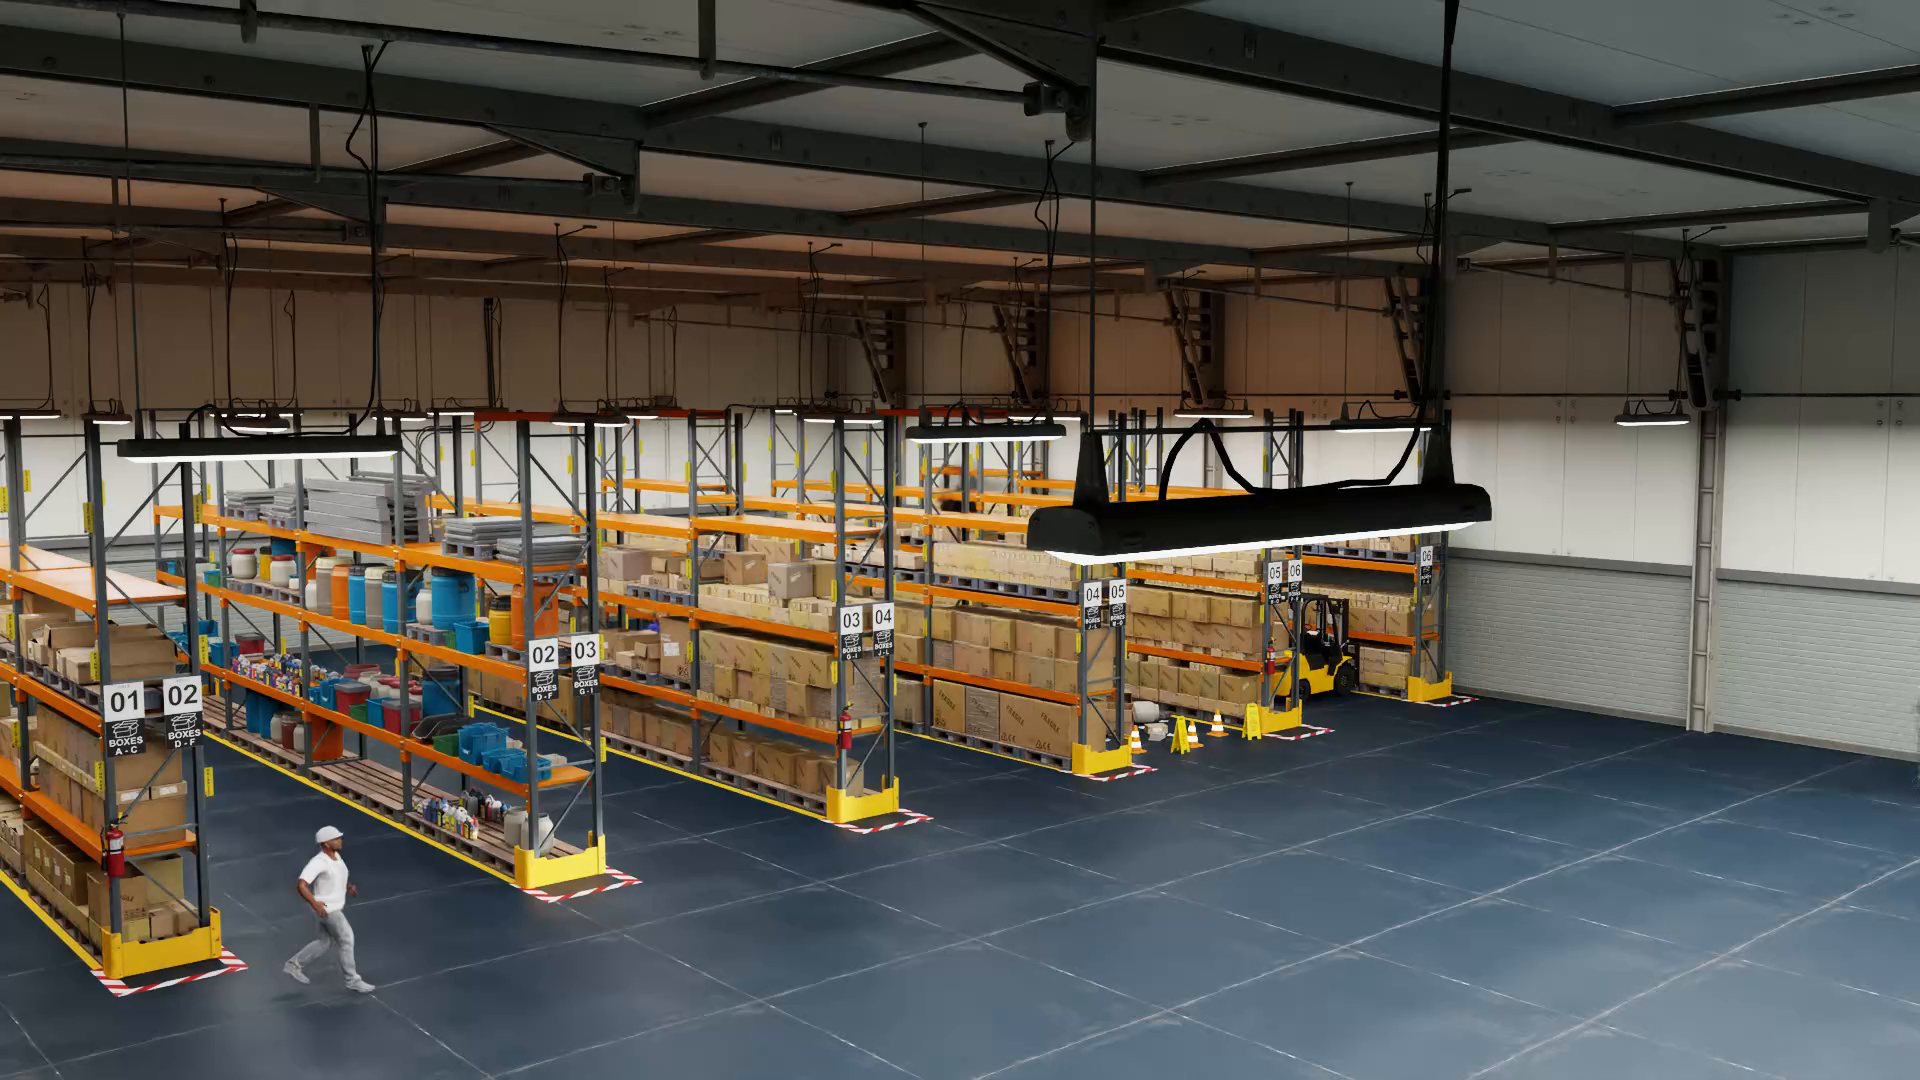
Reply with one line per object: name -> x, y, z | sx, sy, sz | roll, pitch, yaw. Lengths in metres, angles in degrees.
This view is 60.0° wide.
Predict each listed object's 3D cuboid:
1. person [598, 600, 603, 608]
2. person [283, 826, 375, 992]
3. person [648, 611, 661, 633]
person -> -8.955, 1.937, 41.021 | 0.826, 1.640, 0.664 | -4, 7, -40
person -> -6.702, 3.909, 17.611 | 0.941, 1.778, 0.715 | -1, 5, -11
person -> -6.472, 2.383, 35.707 | 0.556, 1.702, 0.714 | -5, 7, -43
